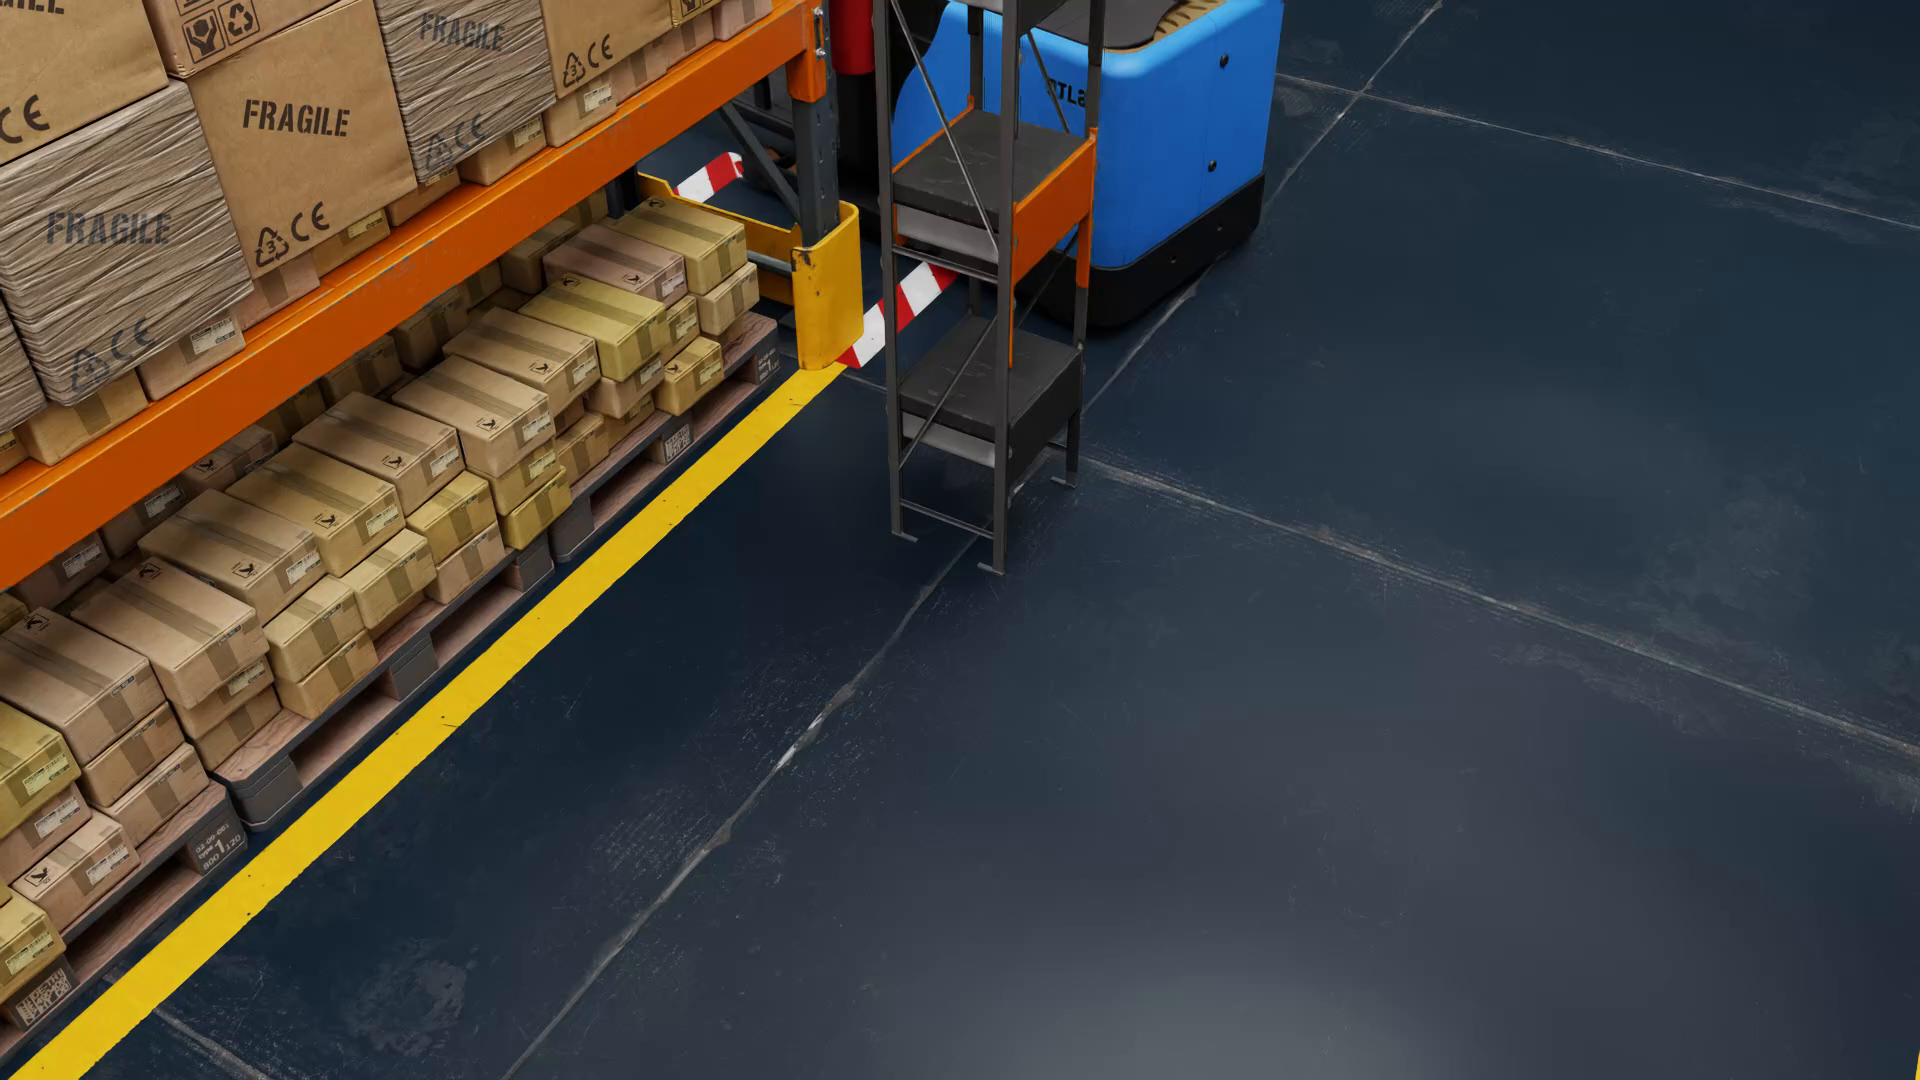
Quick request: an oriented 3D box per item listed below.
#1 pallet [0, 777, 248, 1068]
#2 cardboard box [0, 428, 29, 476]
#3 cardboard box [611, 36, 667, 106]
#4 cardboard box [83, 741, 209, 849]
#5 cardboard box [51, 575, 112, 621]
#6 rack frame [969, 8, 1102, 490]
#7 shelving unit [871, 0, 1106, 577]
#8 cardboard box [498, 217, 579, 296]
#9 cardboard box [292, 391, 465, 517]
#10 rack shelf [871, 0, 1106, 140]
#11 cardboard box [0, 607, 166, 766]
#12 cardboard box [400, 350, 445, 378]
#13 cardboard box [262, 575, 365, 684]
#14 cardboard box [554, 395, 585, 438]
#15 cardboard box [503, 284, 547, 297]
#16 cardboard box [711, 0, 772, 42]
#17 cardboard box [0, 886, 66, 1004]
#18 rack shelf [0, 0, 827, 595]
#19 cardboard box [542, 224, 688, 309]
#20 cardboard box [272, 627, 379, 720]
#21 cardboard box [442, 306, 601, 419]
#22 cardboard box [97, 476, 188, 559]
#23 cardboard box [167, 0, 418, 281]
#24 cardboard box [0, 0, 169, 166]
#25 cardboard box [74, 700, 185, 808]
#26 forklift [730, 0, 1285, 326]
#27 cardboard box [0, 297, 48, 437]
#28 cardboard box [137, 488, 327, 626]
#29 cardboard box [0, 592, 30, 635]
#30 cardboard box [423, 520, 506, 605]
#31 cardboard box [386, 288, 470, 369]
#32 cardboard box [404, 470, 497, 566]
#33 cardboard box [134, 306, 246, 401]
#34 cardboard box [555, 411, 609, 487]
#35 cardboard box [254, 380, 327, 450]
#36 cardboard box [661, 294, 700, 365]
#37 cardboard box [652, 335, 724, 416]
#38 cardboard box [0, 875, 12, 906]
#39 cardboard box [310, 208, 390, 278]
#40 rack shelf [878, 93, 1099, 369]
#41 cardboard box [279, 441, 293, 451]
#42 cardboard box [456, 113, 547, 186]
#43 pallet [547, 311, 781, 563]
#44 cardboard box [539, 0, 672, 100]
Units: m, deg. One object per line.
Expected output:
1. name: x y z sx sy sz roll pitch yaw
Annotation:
1. pallet: -2.579 0.891 4.079 1.003 0.211 1.213 21 45 22
2. cardboard box: -2.166 -0.215 3.415 0.380 0.149 0.250 19 45 20
3. cardboard box: -1.071 -1.396 4.756 0.380 0.149 0.250 20 45 22
4. cardboard box: -2.128 0.577 4.165 0.380 0.149 0.250 20 45 21
5. cardboard box: -2.438 0.174 4.397 0.380 0.149 0.250 22 46 23
6. rack frame: 0.205 -1.022 4.822 0.400 2.100 0.015 21 45 22
7. shelving unit: 0.083 -0.883 4.664 0.431 2.100 0.503 21 45 22
8. cardboard box: -1.473 -0.975 5.476 0.380 0.149 0.250 22 46 23
9. cardboard box: -1.622 -0.244 4.647 0.380 0.149 0.250 19 45 21
10. rack shelf: 0.083 -1.398 4.210 0.431 0.518 0.480 21 45 22
11. cardboard box: -2.149 0.345 3.978 0.380 0.149 0.250 20 45 21
12. cardboard box: -1.821 -0.615 5.293 0.380 0.149 0.250 22 46 23
13. cardboard box: -1.810 0.187 4.382 0.380 0.149 0.250 21 45 22
14. cardboard box: -1.382 -0.434 5.087 0.380 0.149 0.250 20 45 22
15. cardboard box: -1.553 -0.895 5.611 0.380 0.149 0.250 21 45 22
16. cardboard box: -0.801 -1.674 5.072 0.380 0.149 0.250 21 46 22
17. cardboard box: -2.291 0.898 3.800 0.380 0.149 0.250 22 46 23
18. rack shelf: -1.884 -0.634 4.245 1.077 0.370 4.000 21 45 22
19. cardboard box: -1.104 -0.848 5.333 0.380 0.149 0.250 22 46 23
20. cardboard box: -1.810 0.294 4.485 0.380 0.149 0.250 20 45 21
21. cardboard box: -1.308 -0.531 4.972 0.380 0.149 0.250 19 45 20
22. cardboard box: -2.343 -0.131 4.518 0.380 0.149 0.250 19 45 21
23. cardboard box: -1.651 -0.987 3.801 0.500 0.500 0.500 23 46 24
24. cardboard box: -1.923 -1.042 3.106 0.500 0.500 0.500 22 46 23
25. cardboard box: -2.149 0.460 4.072 0.380 0.149 0.250 19 45 20
26. forklift: -0.267 -2.703 6.101 3.031 2.935 1.130 29 49 29
27. cardboard box: -2.177 -0.395 3.128 0.500 0.500 0.500 21 45 22
28. cardboard box: -1.886 0.043 4.321 0.380 0.149 0.250 19 45 20
29. cardboard box: -2.523 0.213 4.128 0.380 0.149 0.250 22 46 23
30. cardboard box: -1.553 -0.001 4.821 0.380 0.149 0.250 22 46 23
31. cardboard box: -1.762 -0.704 5.168 0.380 0.149 0.250 19 45 20
32. cardboard box: -1.551 -0.113 4.722 0.380 0.149 0.250 23 46 24
33. cardboard box: -1.843 -0.489 3.726 0.380 0.149 0.250 23 46 24
34. cardboard box: -1.326 -0.317 5.180 0.380 0.149 0.250 21 46 22
35. cardboard box: -2.081 -0.413 4.838 0.380 0.149 0.250 22 46 23
36. cardboard box: -1.077 -0.720 5.412 0.380 0.149 0.250 20 45 21
37. cardboard box: -1.007 -0.586 5.485 0.380 0.149 0.250 22 46 23
38. cardboard box: -2.377 0.765 3.726 0.380 0.149 0.250 21 46 22
39. cardboard box: -1.641 -0.809 4.089 0.380 0.149 0.250 22 46 23
40. rack shelf: 0.083 -0.872 4.673 0.431 0.518 0.480 21 45 22
41. cardboard box: -1.972 -0.263 4.893 0.380 0.149 0.250 23 46 24
42. cardboard box: -1.336 -1.101 4.421 0.380 0.149 0.250 19 45 20
43. pallet: -1.358 -0.505 5.664 1.003 0.211 1.213 21 45 22
44. cardboard box: -1.147 -1.563 4.454 0.500 0.500 0.500 20 45 21
